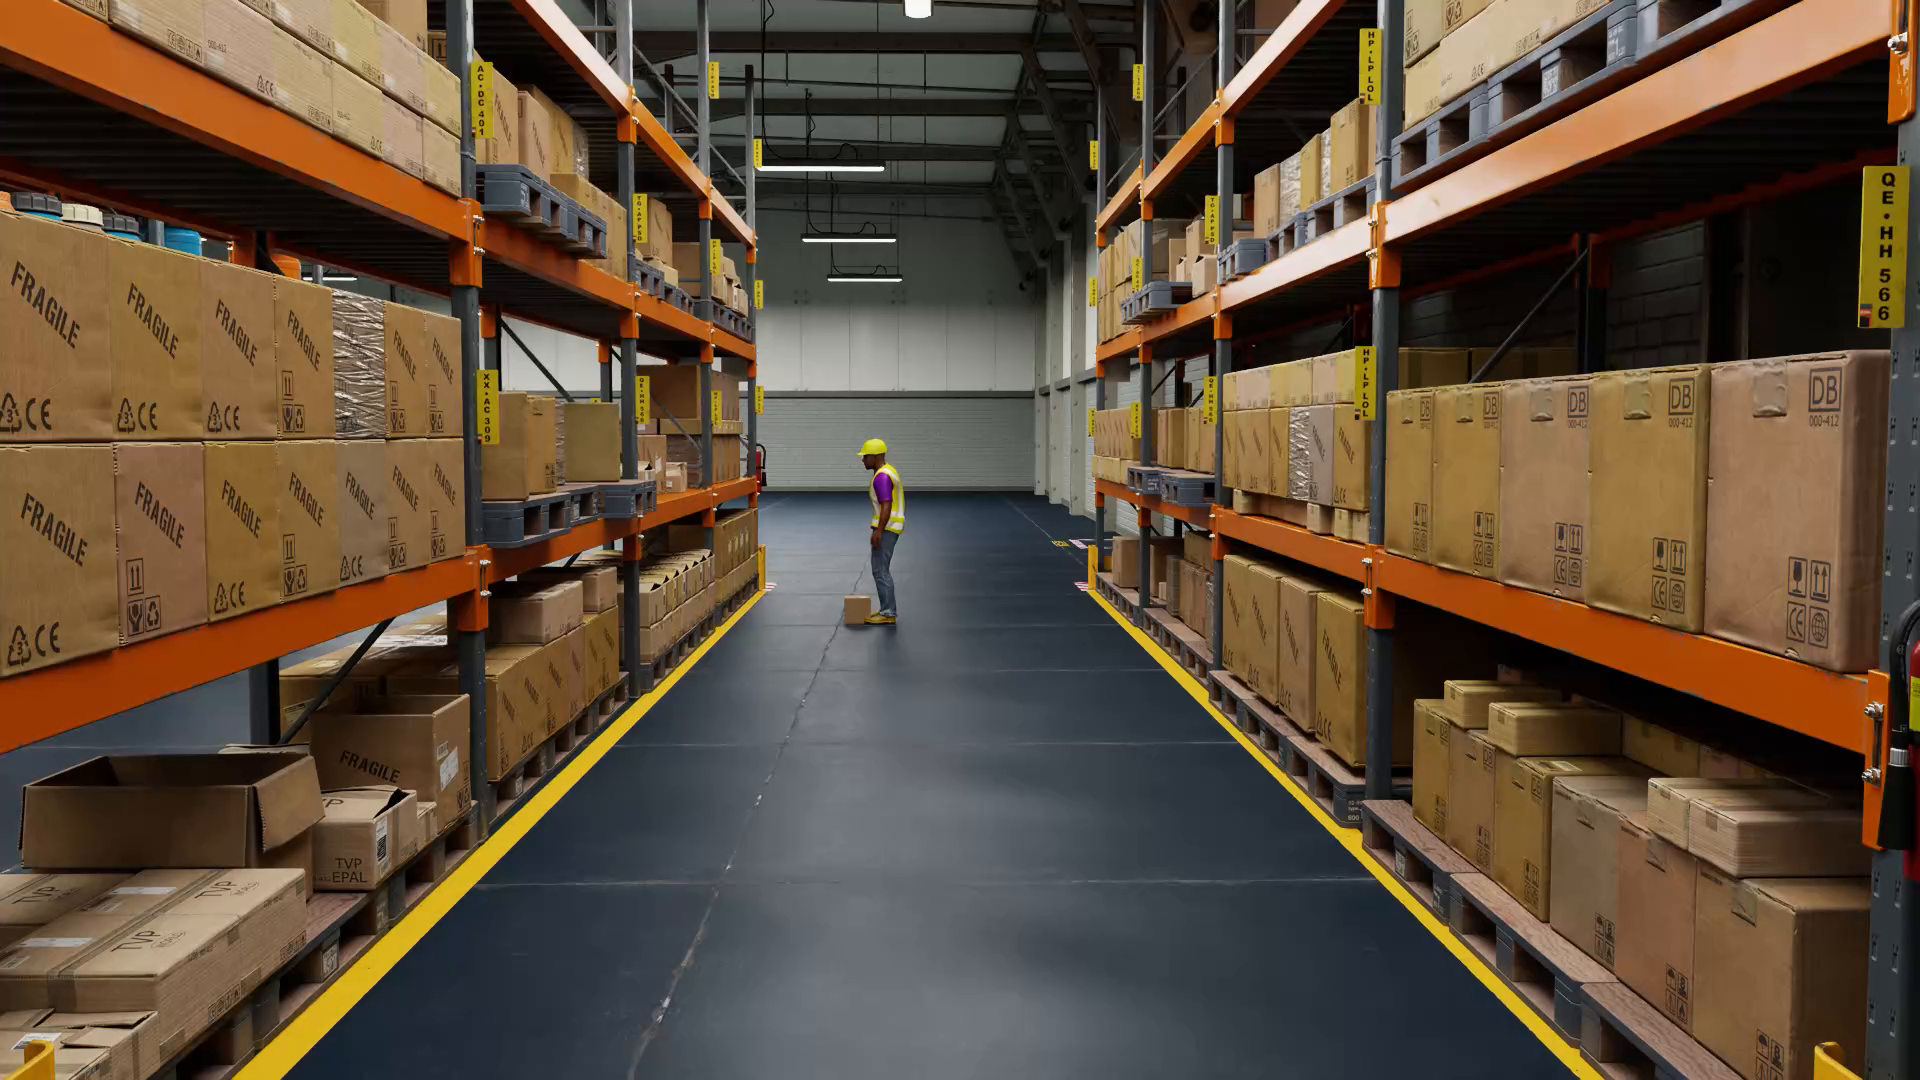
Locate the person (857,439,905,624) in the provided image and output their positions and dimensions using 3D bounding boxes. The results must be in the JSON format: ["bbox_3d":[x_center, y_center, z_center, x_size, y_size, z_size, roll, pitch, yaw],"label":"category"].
[{"bbox_3d":[-0.753,-0.086,15.918,0.456,1.761,0.627,0,4,-1],"label":"person"}]
